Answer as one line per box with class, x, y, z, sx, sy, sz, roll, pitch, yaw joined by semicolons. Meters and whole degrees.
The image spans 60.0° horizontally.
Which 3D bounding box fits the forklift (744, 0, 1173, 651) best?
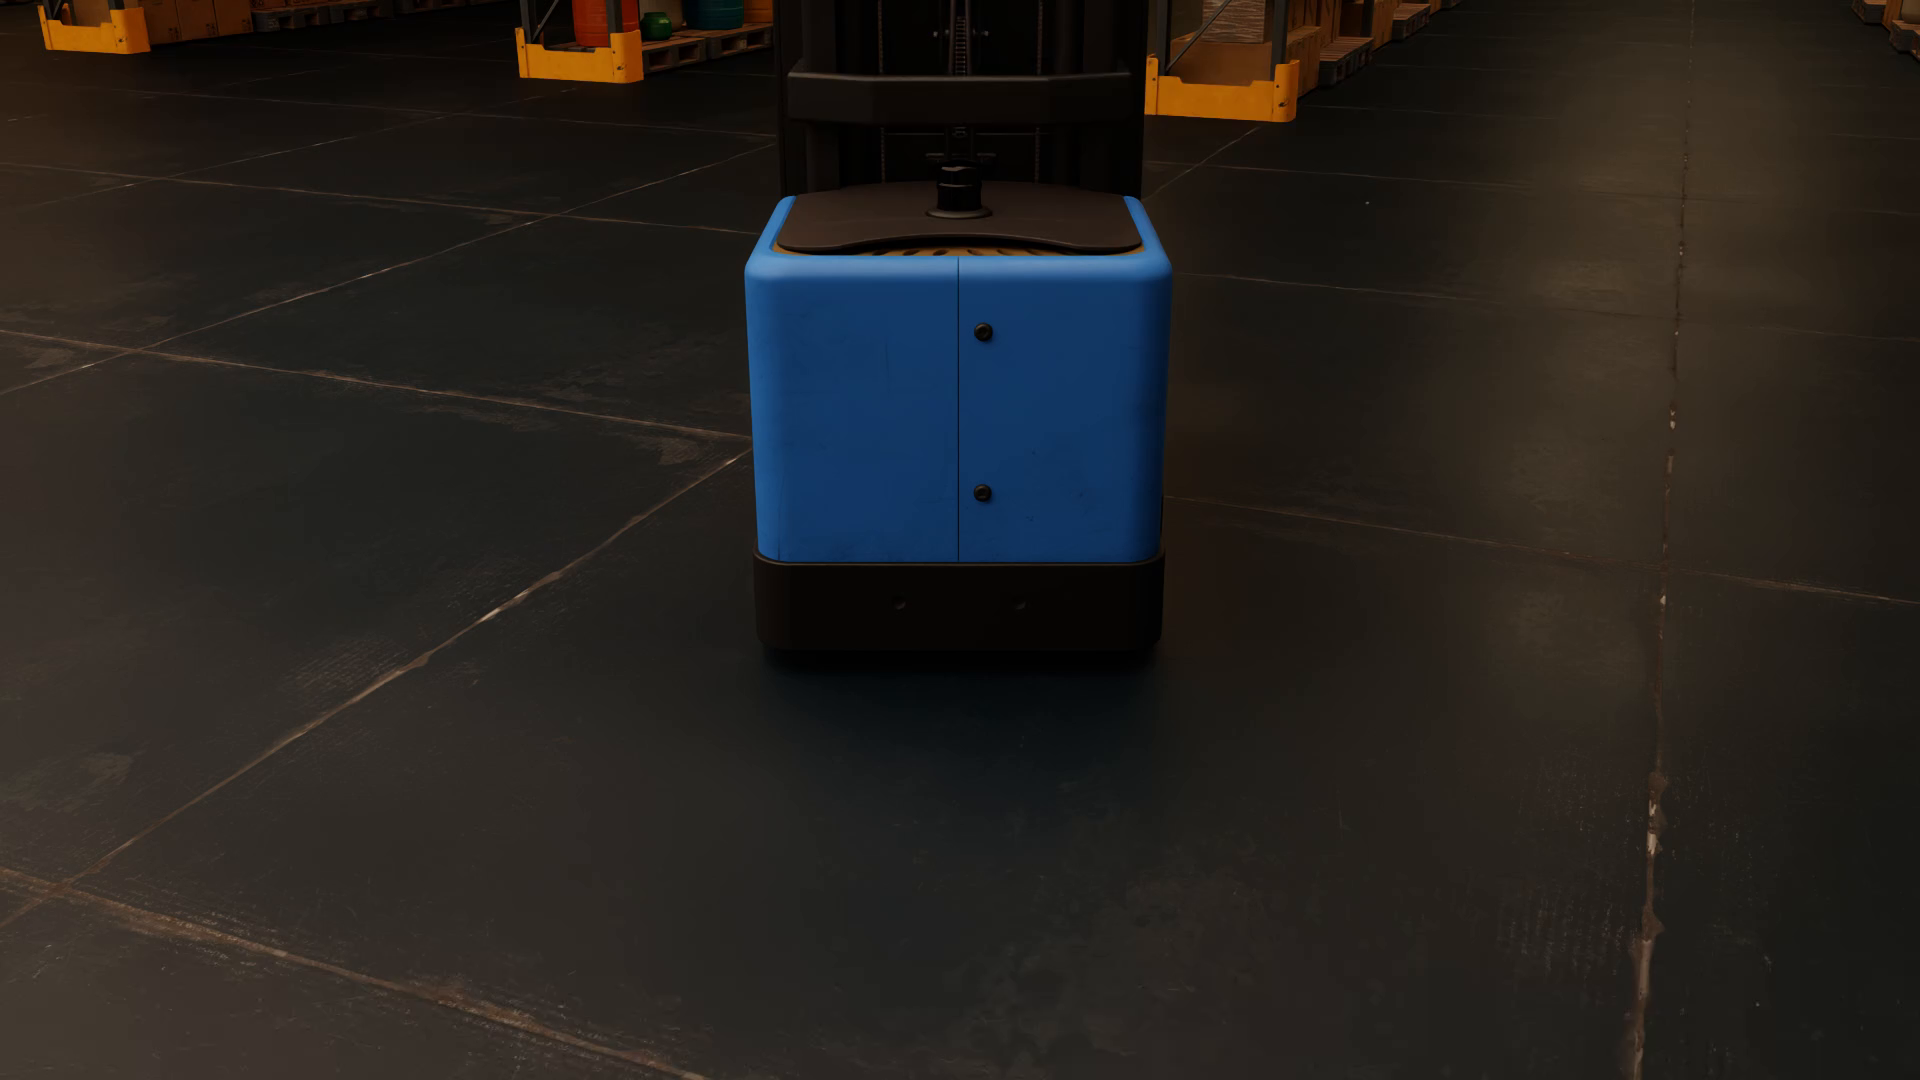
forklift;0.002;-1.587;5.089;1.130;2.935;3.031;0;23;0
